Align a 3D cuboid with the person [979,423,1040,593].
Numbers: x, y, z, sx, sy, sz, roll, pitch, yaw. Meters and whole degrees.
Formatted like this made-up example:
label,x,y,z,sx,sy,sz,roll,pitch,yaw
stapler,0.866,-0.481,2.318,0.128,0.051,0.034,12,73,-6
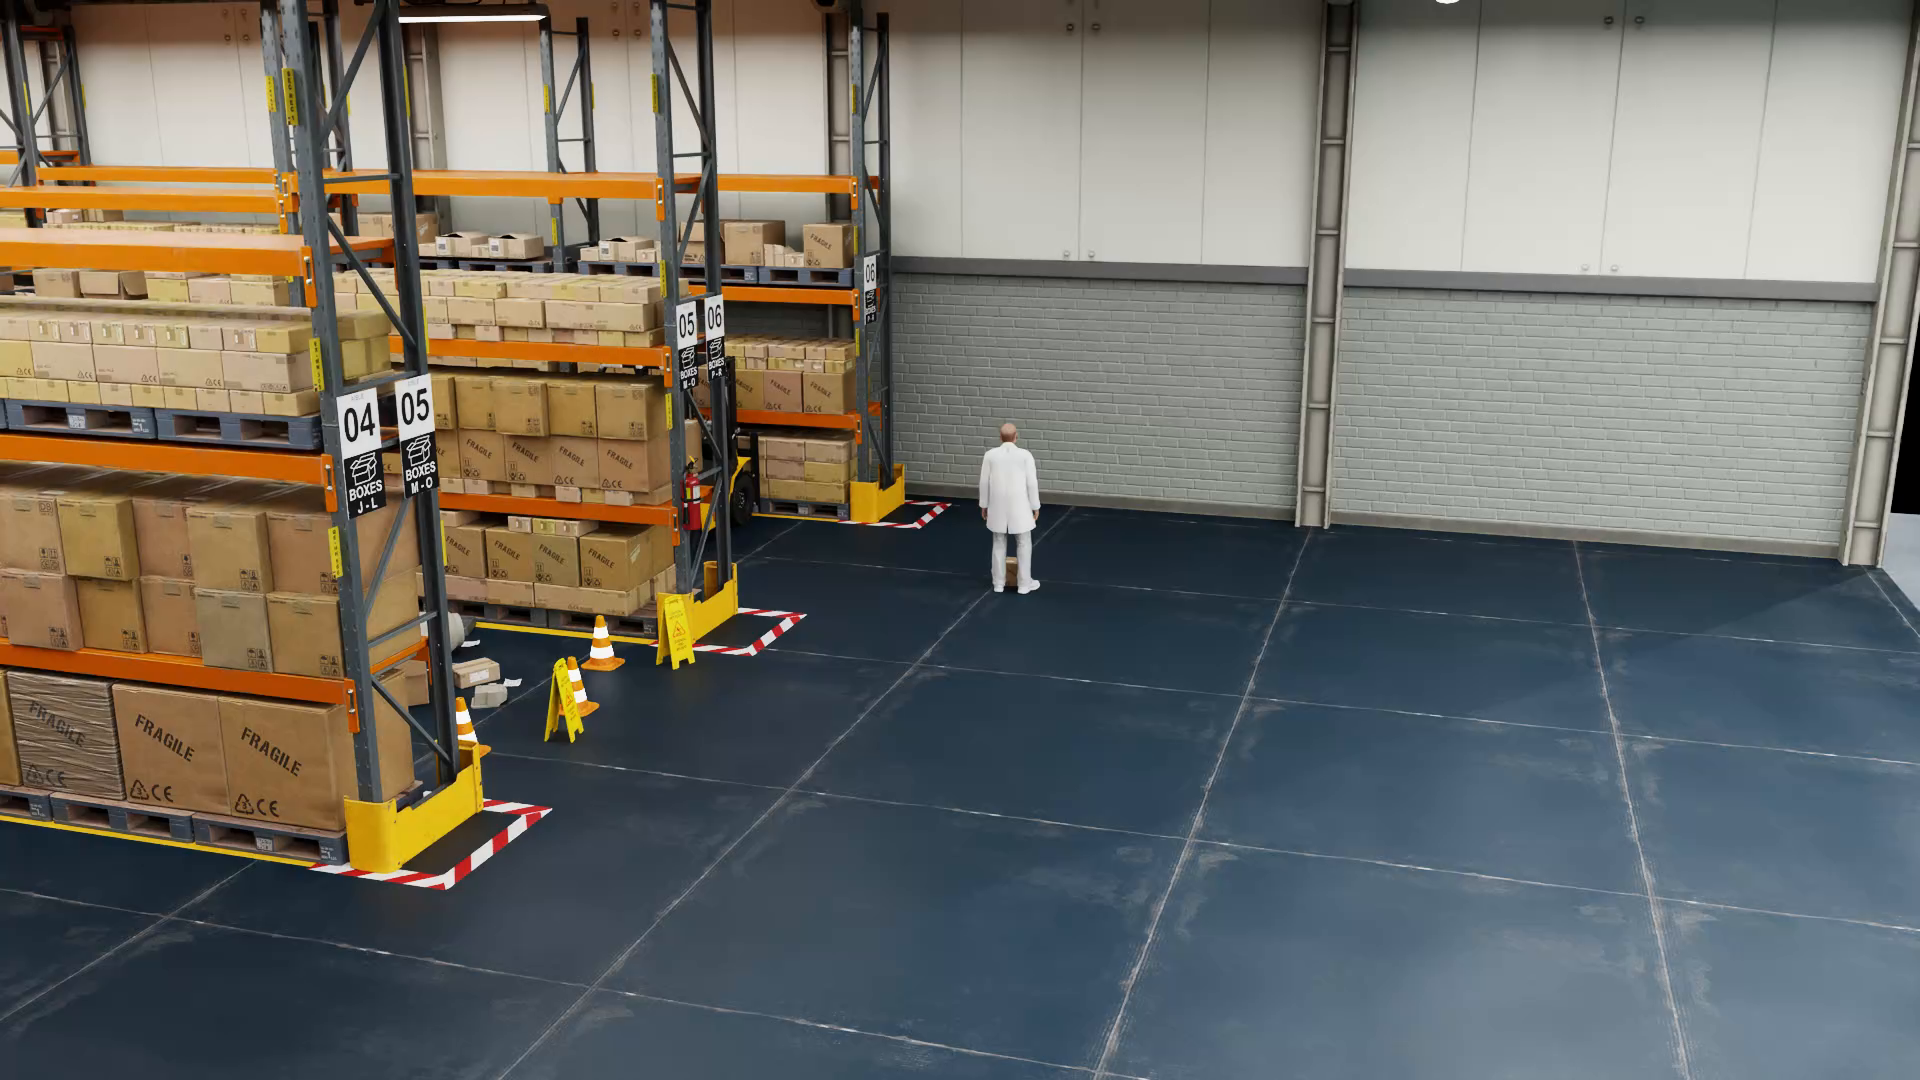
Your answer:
label,x,y,z,sx,sy,sz,roll,pitch,yaw
person,0.516,-0.336,17.318,0.646,1.772,0.429,3,15,13
